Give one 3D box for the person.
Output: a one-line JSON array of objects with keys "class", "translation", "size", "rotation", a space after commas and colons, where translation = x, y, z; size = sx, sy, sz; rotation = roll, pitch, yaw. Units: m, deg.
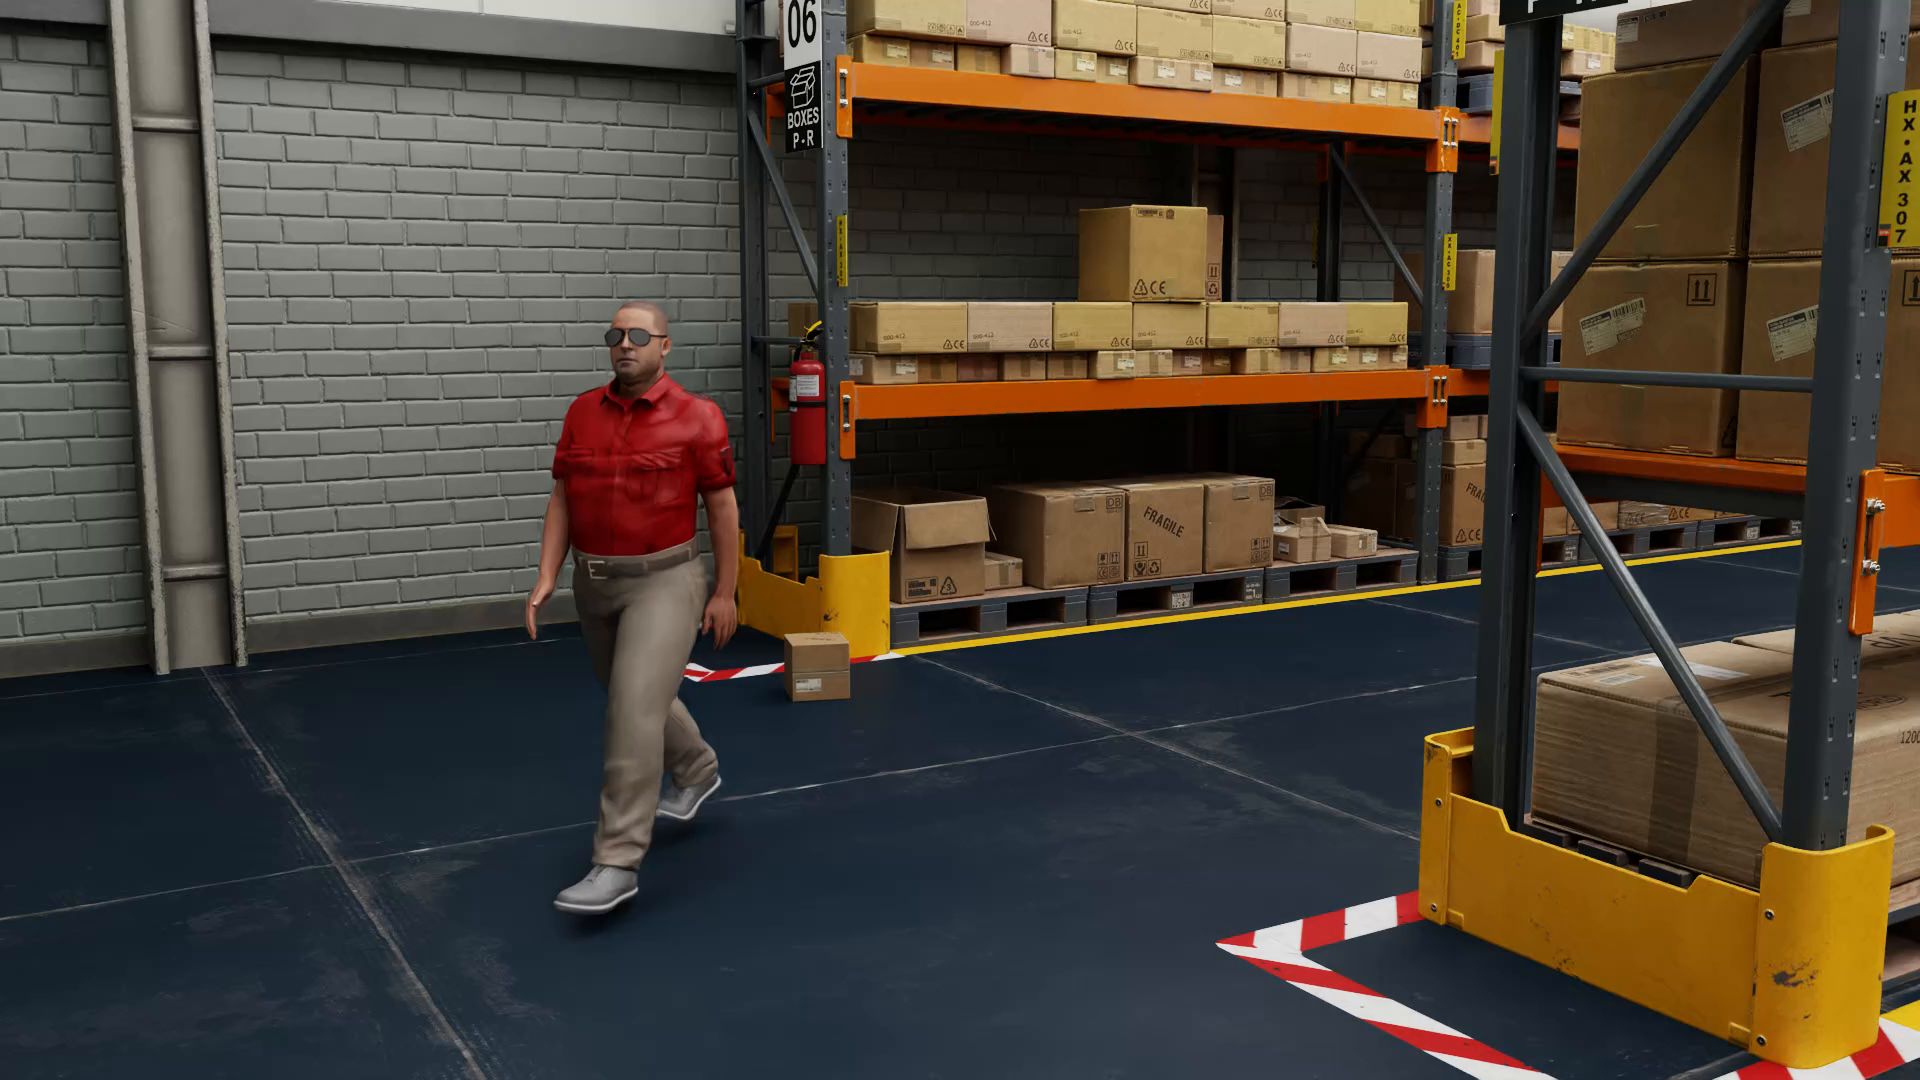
[{"class": "person", "translation": [-0.954, 0.144, 4.862], "size": [0.536, 1.671, 1.066], "rotation": [3, 9, 23]}]
